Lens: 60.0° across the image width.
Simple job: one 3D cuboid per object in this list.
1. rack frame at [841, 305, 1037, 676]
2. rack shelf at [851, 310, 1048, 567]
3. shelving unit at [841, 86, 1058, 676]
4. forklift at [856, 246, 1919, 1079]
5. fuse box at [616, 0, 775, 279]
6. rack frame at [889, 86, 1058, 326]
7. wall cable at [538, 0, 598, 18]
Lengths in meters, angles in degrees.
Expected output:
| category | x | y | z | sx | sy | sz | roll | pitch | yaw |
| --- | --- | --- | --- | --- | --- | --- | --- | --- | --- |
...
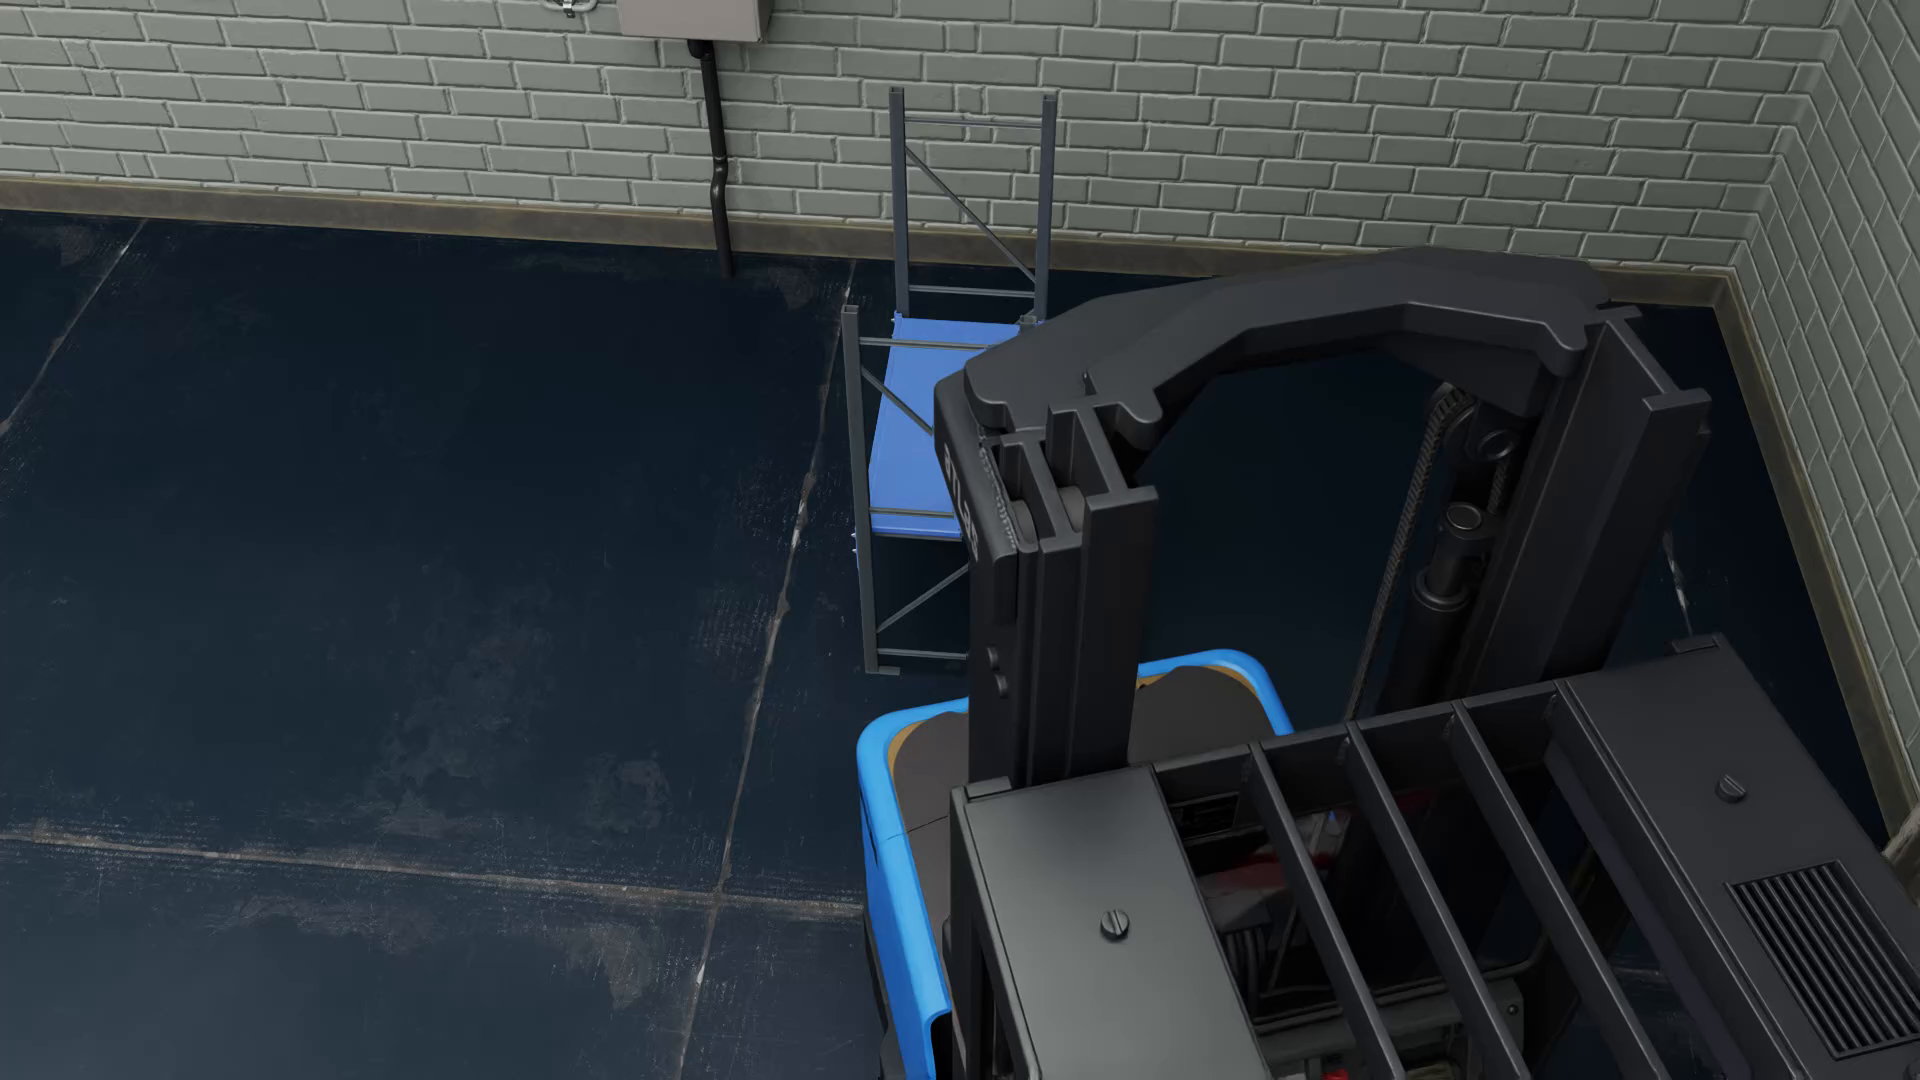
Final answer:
| category | x | y | z | sx | sy | sz | roll | pitch | yaw |
| --- | --- | --- | --- | --- | --- | --- | --- | --- | --- |
| rack frame | -0.054 | -0.070 | 4.798 | 0.500 | 1.500 | 0.032 | 4 | 48 | 4 |
| rack shelf | -0.008 | -0.322 | 5.272 | 0.538 | 0.185 | 1.000 | 4 | 48 | 4 |
| shelving unit | -0.008 | -0.443 | 5.139 | 0.538 | 1.500 | 1.048 | 4 | 48 | 4 |
| forklift | 0.585 | 1.130 | 2.730 | 1.130 | 2.935 | 3.031 | -10 | 48 | -9 |
| fuse box | -0.918 | -1.632 | 6.083 | 0.539 | 1.711 | 0.414 | 4 | 48 | 4 |
| rack frame | 0.039 | -0.817 | 5.481 | 0.500 | 1.500 | 0.032 | 4 | 48 | 4 |
| wall cable | -1.583 | -2.571 | 5.380 | 0.588 | 1.984 | 0.122 | 4 | 48 | 4 |
